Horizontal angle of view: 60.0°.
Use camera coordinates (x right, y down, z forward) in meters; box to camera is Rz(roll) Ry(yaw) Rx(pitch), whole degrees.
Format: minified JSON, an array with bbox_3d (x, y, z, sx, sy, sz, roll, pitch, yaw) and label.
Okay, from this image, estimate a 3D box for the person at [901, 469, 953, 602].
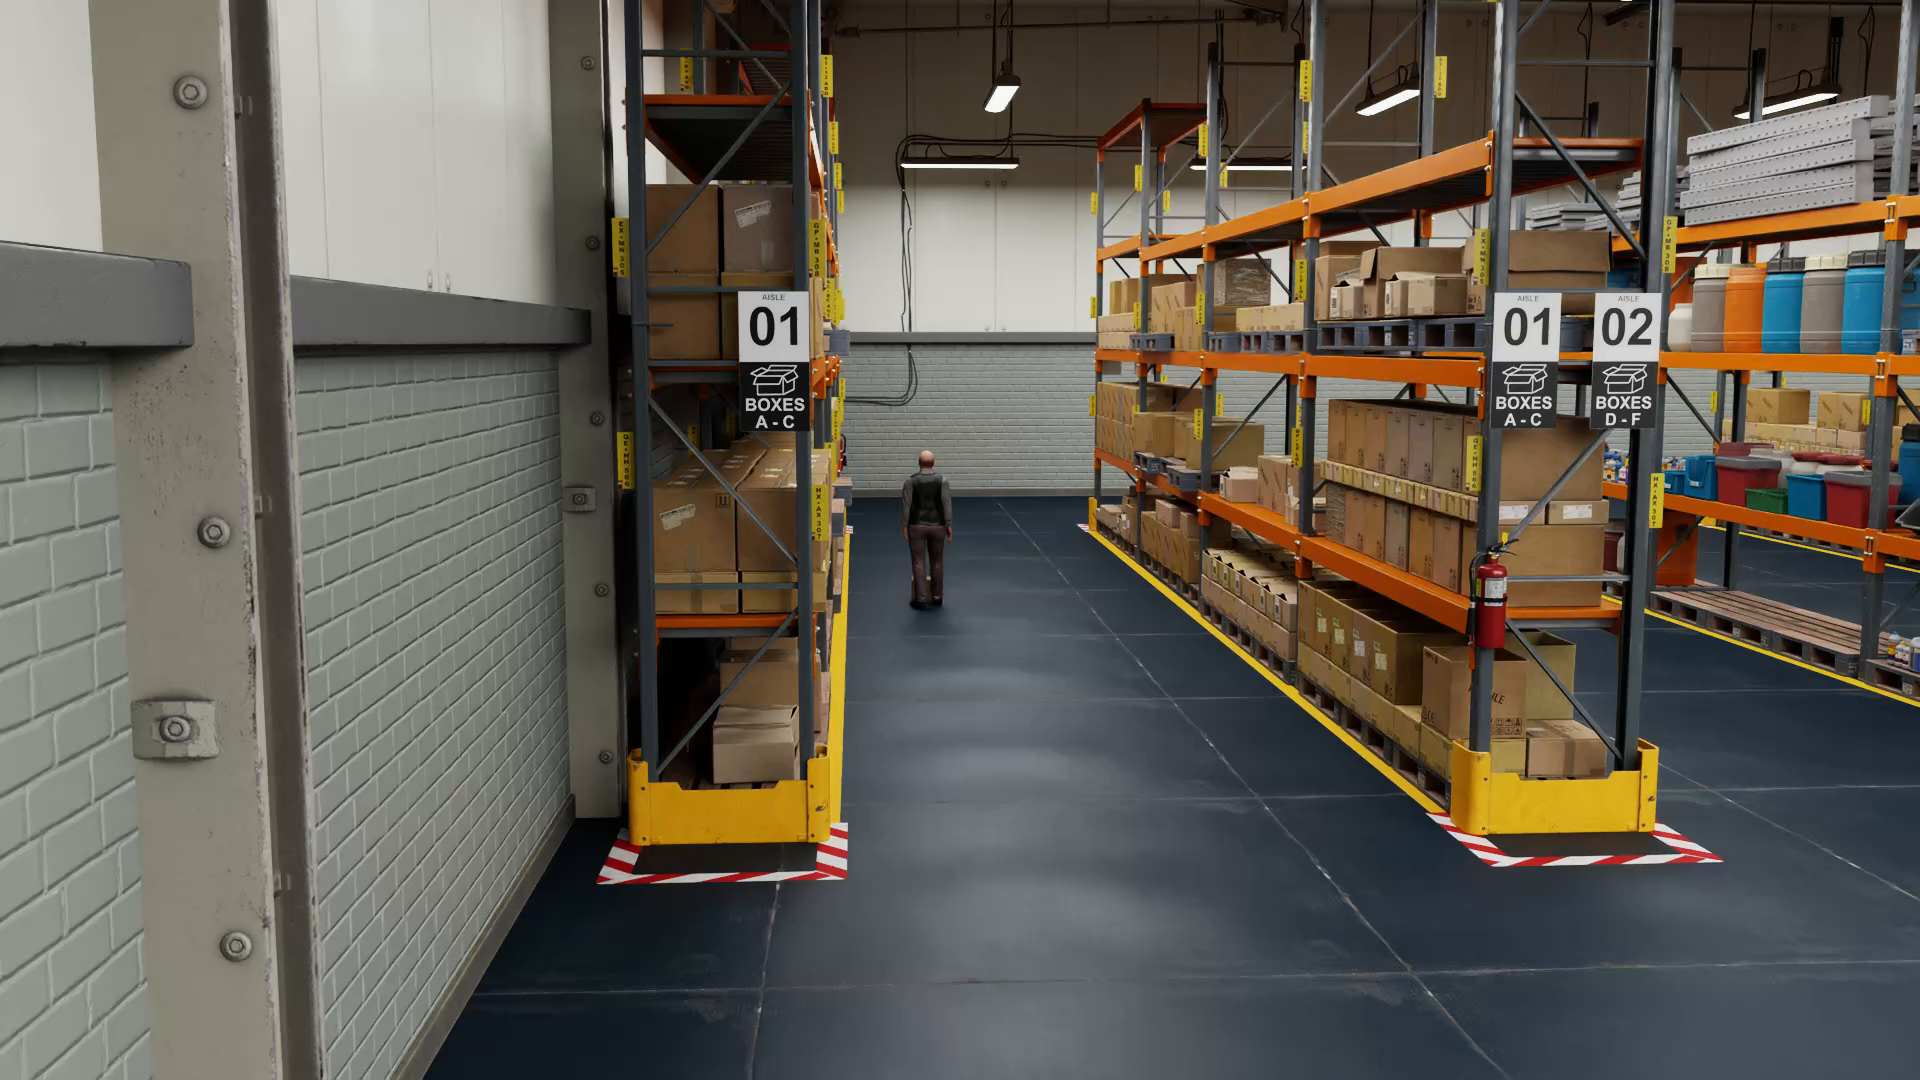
[{"bbox_3d":[-0.366,-0.047,18.285,0.562,1.474,0.418,-1,7,-10],"label":"person"}]
